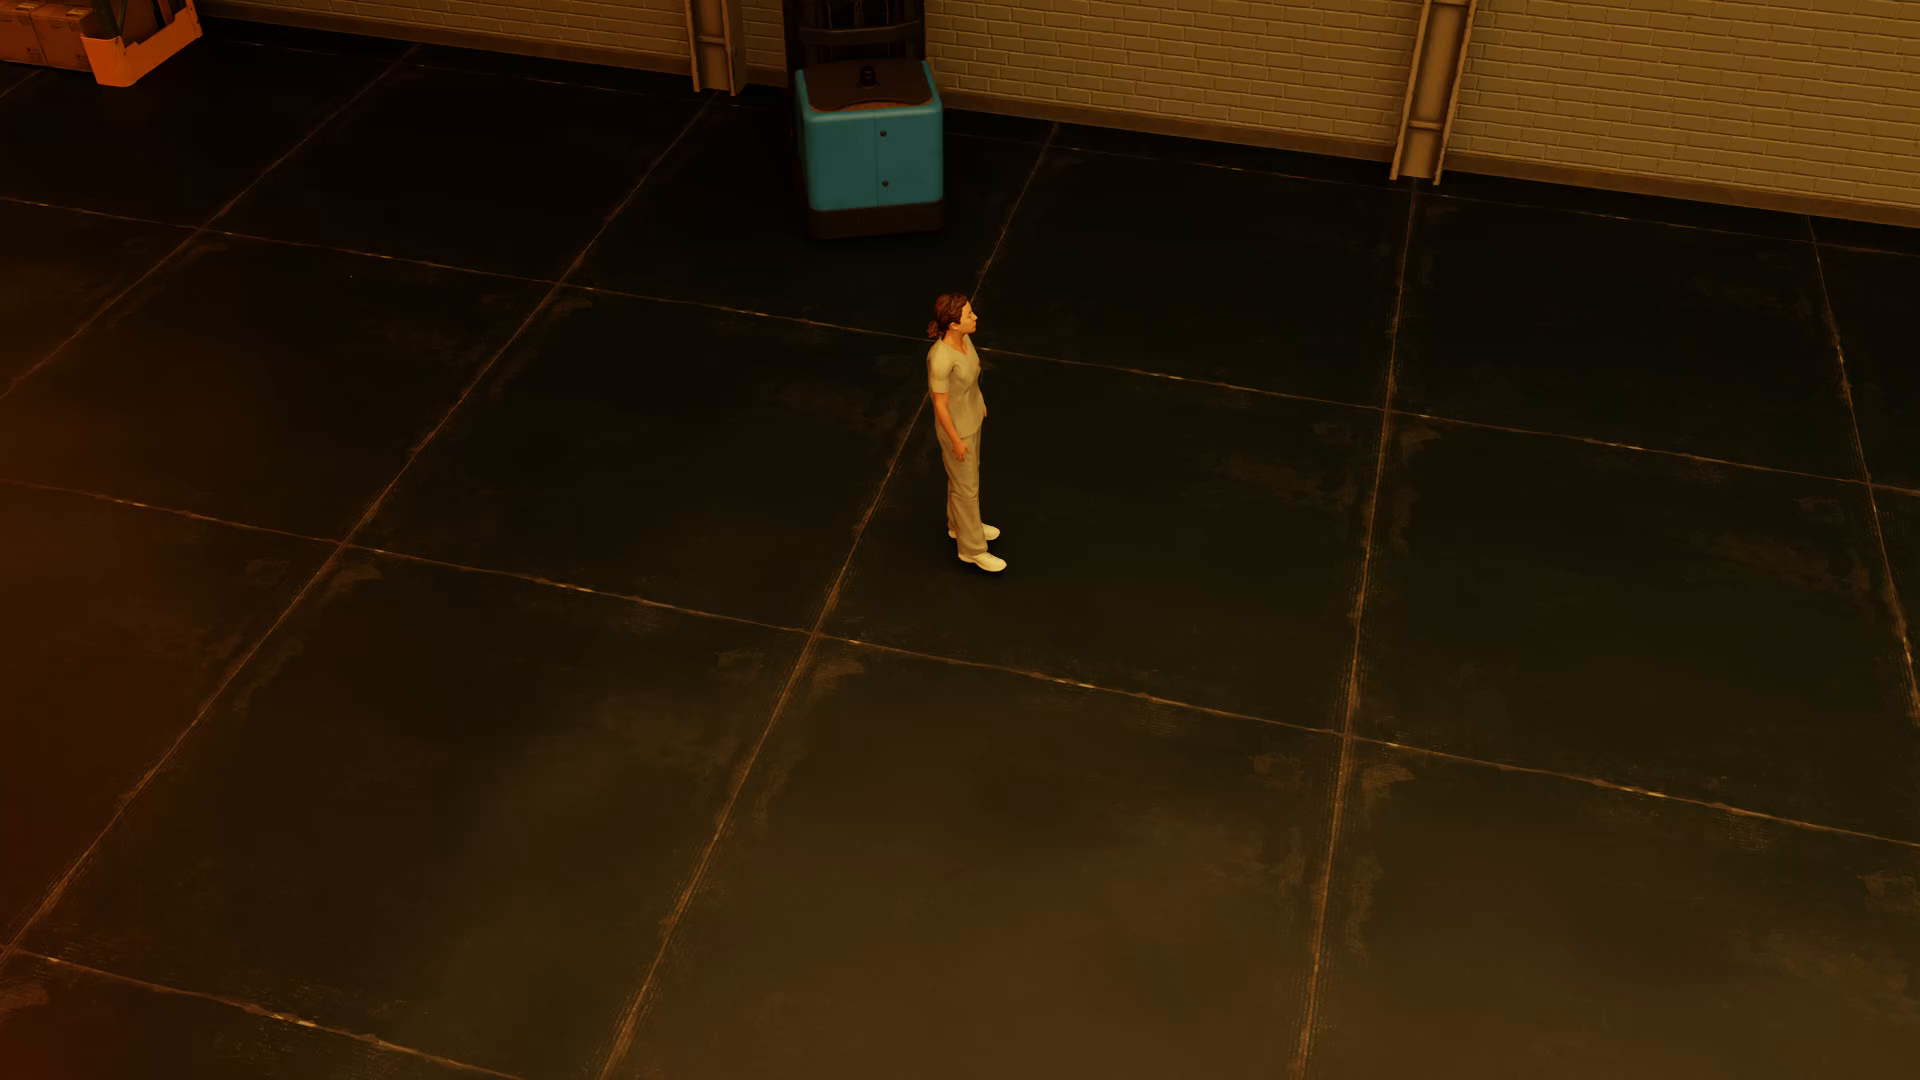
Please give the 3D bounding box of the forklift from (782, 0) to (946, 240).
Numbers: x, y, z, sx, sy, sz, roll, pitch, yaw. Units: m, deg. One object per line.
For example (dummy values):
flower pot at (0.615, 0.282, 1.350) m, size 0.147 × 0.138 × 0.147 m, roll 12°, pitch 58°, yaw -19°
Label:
forklift at (-0.854, -4.348, 12.822) m, size 1.130 × 2.935 × 3.031 m, roll -6°, pitch 42°, yaw -7°

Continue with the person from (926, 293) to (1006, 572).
person at (0.067, -0.645, 9.477) m, size 0.549 × 1.675 × 0.549 m, roll 10°, pitch 42°, yaw 11°
